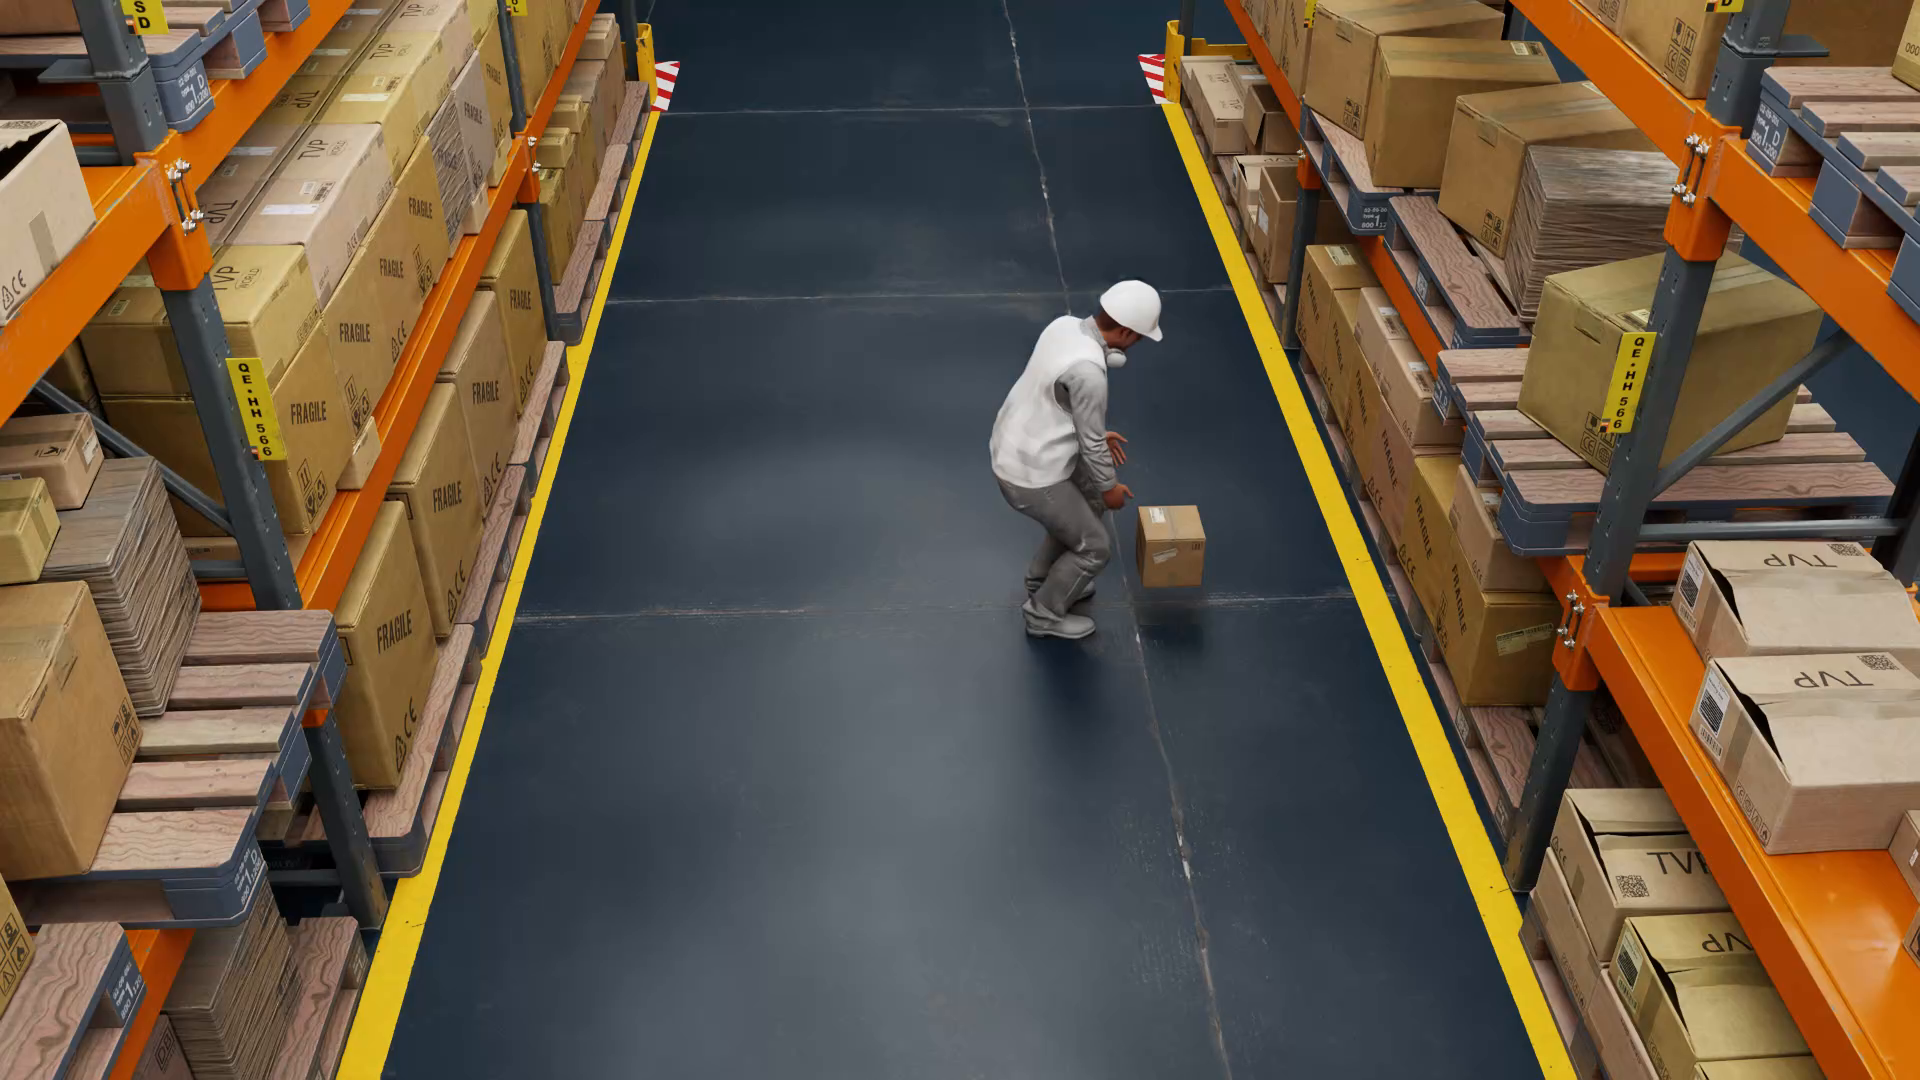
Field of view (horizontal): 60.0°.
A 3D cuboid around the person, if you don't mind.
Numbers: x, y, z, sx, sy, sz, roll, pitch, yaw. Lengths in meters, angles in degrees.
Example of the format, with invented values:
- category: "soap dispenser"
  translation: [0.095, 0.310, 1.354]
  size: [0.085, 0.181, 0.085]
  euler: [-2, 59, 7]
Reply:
- category: "person"
  translation: [0.456, -0.345, 6.808]
  size: [0.671, 1.560, 0.588]
  euler: [-1, 35, -2]
